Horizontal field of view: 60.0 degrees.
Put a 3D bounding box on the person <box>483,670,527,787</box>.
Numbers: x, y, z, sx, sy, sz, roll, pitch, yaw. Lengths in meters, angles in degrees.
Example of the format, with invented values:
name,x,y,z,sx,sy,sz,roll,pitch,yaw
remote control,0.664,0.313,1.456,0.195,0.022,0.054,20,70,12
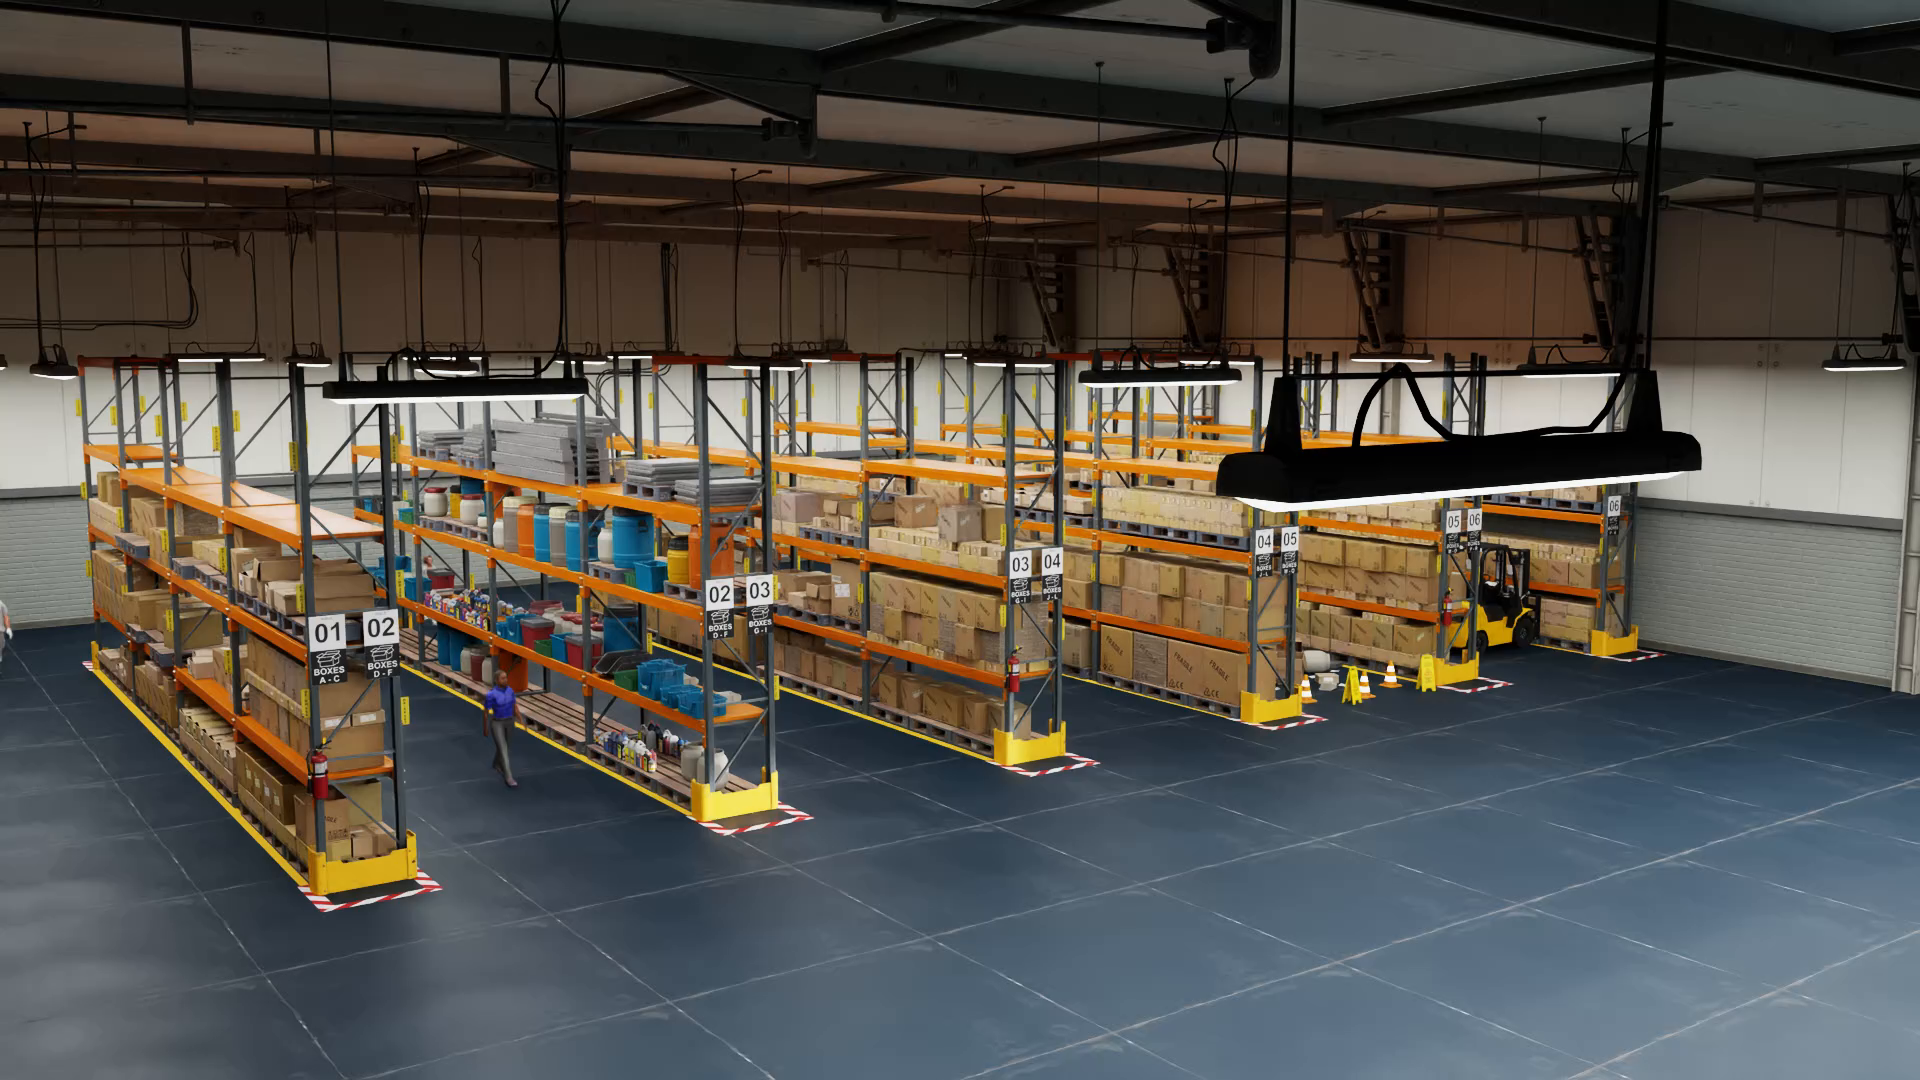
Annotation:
name,x,y,z,sx,sy,sz,roll,pitch,yaw
person,-6.531,2.643,23.790,0.549,1.593,1.033,-5,9,-37

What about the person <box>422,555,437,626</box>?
name,x,y,z,sx,sy,sz,roll,pitch,yaw
person,-11.744,1.086,36.846,0.445,1.536,1.009,-6,9,-43

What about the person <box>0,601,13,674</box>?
name,x,y,z,sx,sy,sz,roll,pitch,yaw
person,-17.947,1.714,30.818,0.663,1.725,1.061,-4,8,-33
